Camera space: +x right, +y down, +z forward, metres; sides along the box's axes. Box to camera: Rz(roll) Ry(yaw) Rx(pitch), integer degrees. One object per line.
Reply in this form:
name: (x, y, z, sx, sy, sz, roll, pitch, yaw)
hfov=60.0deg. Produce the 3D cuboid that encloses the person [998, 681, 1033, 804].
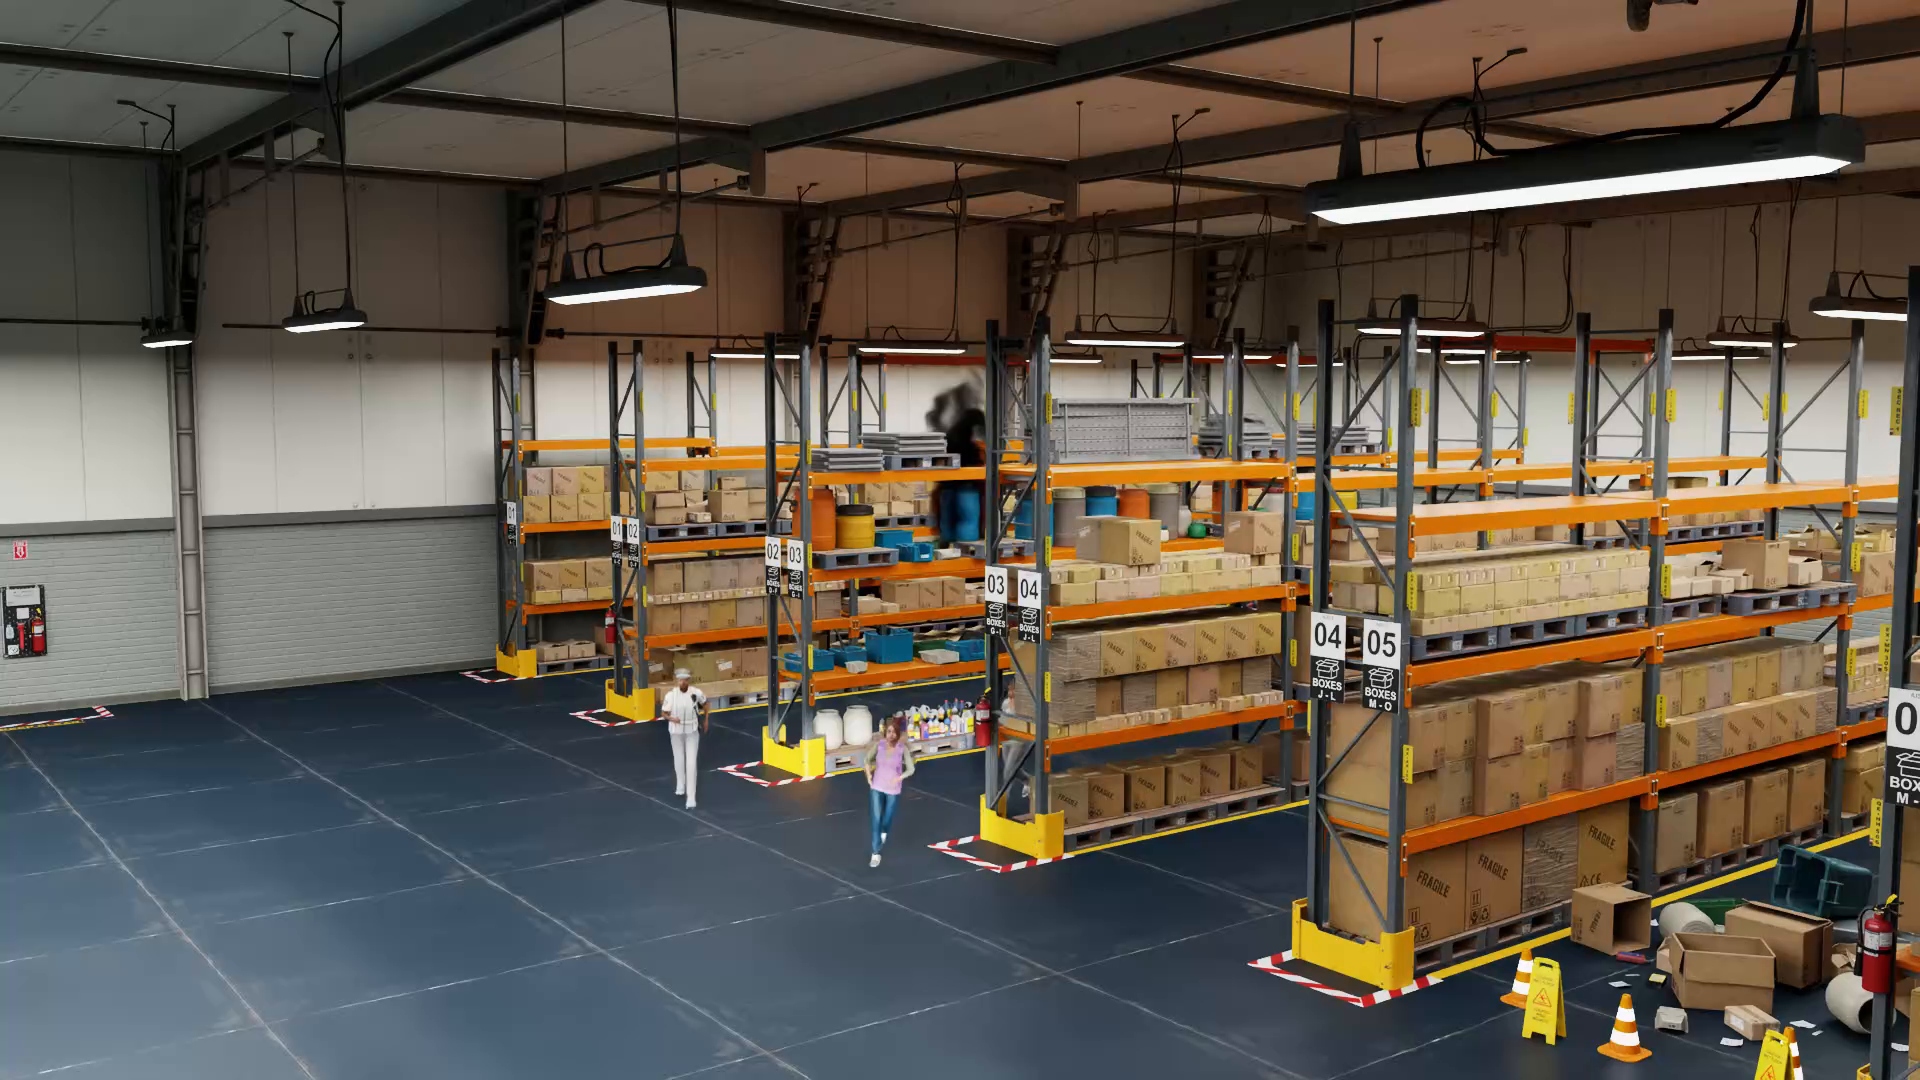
person: (0.665, 2.533, 20.641, 0.540, 1.580, 0.868, 5, 7, 44)

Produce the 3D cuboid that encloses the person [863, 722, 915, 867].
person: (-0.791, 2.785, 18.494, 0.582, 1.570, 0.709, 0, 5, 5)

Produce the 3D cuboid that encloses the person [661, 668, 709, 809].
person: (-3.480, 2.470, 21.060, 0.589, 1.741, 0.833, -1, 5, -7)
